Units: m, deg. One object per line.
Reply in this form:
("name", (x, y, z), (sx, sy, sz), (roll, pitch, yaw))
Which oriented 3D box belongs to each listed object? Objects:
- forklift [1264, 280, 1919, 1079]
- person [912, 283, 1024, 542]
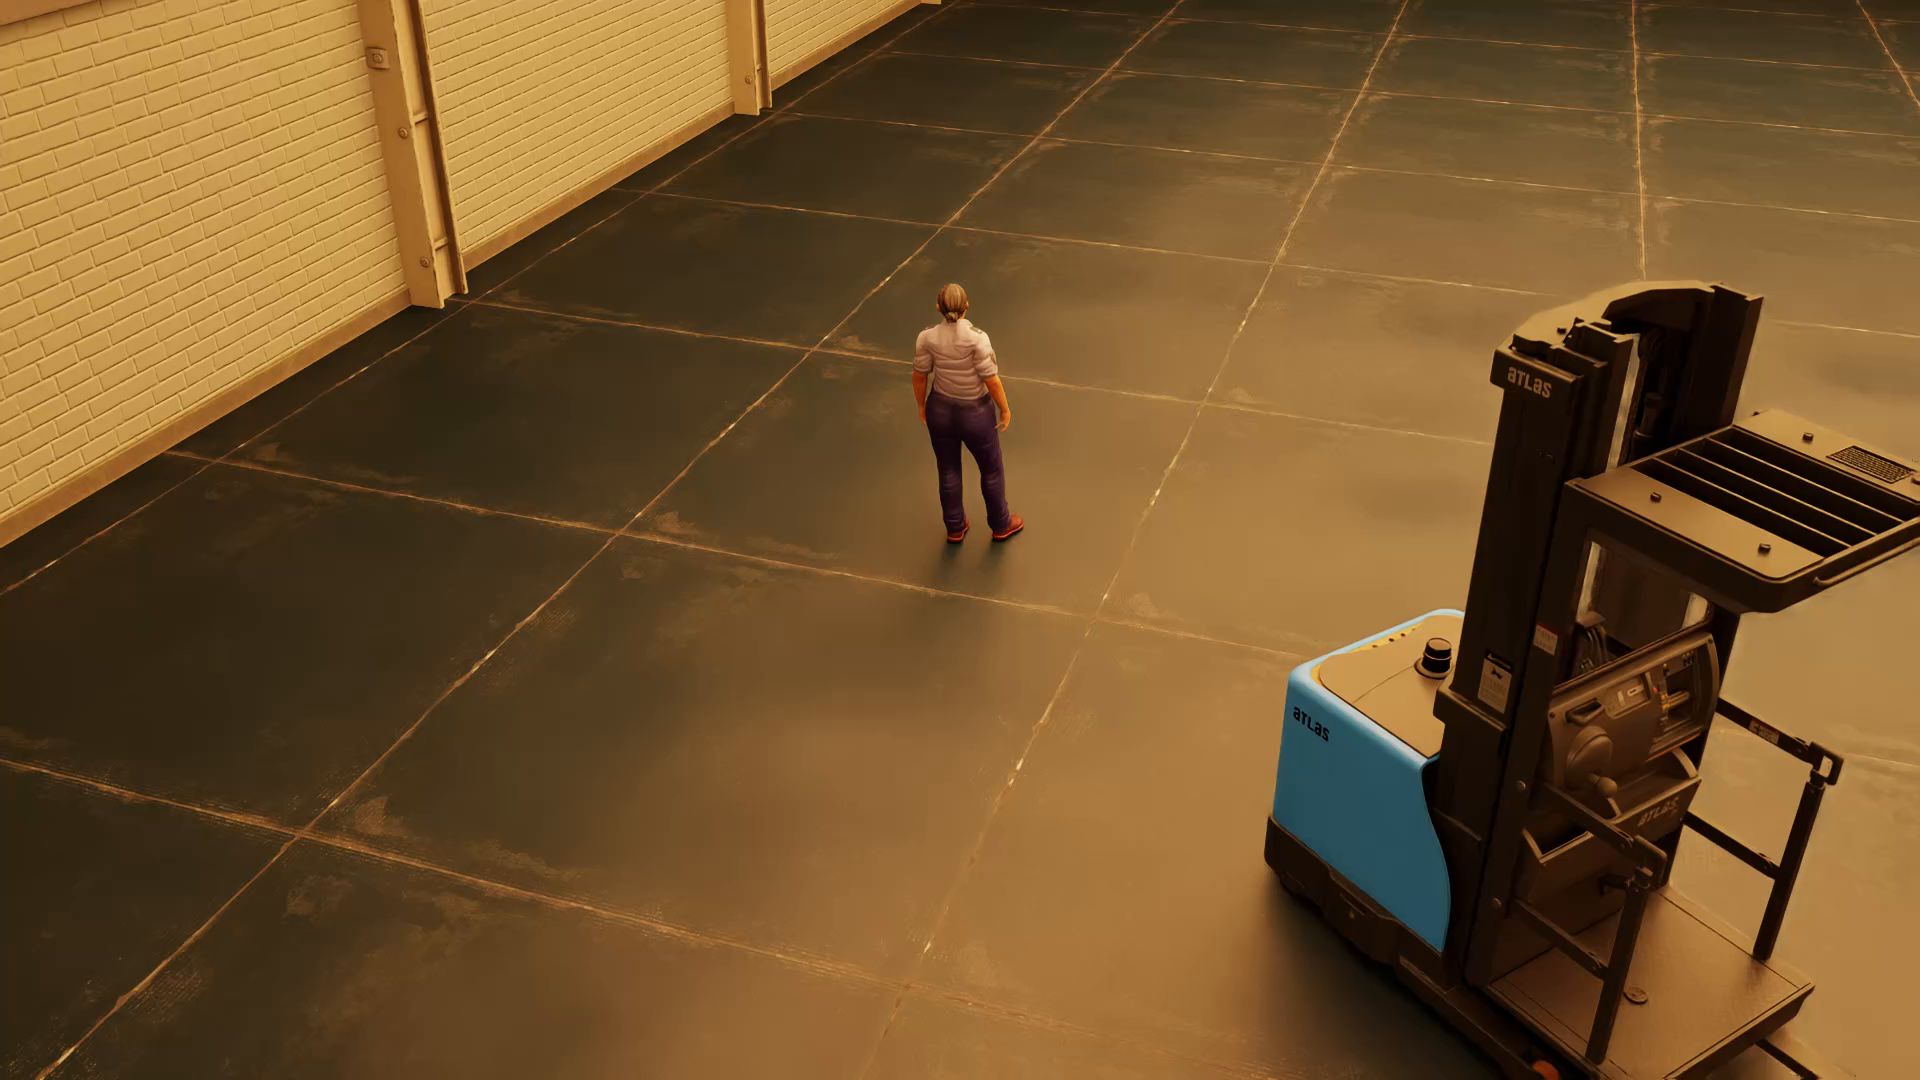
("forklift", (2.581, 0.687, 5.931), (1.130, 2.935, 3.031), (-18, 34, -28))
("person", (0.051, -0.755, 9.754), (0.598, 1.637, 0.503), (10, 31, 16))
